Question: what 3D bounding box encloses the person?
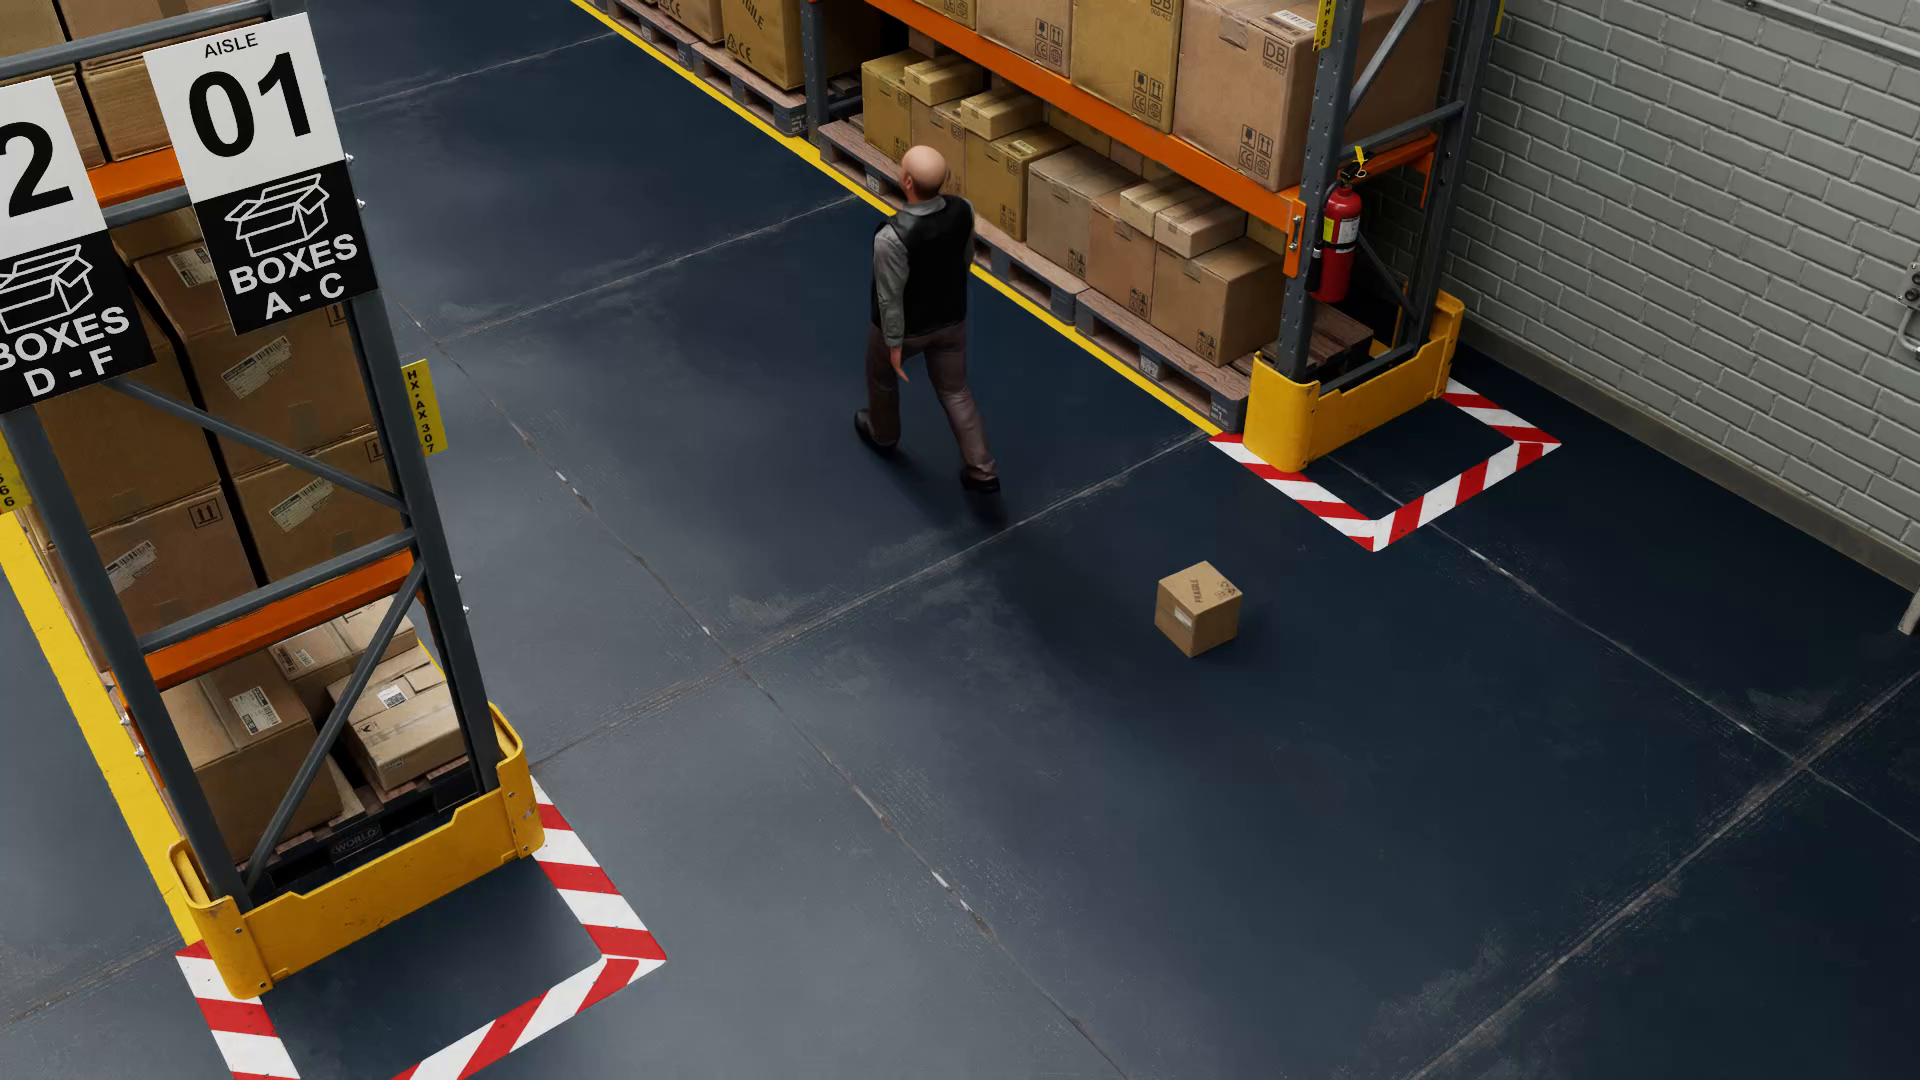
[{"bbox_3d":[-0.165,-0.977,7.343,0.537,1.680,0.985,-21,44,-23],"label":"person"}]
